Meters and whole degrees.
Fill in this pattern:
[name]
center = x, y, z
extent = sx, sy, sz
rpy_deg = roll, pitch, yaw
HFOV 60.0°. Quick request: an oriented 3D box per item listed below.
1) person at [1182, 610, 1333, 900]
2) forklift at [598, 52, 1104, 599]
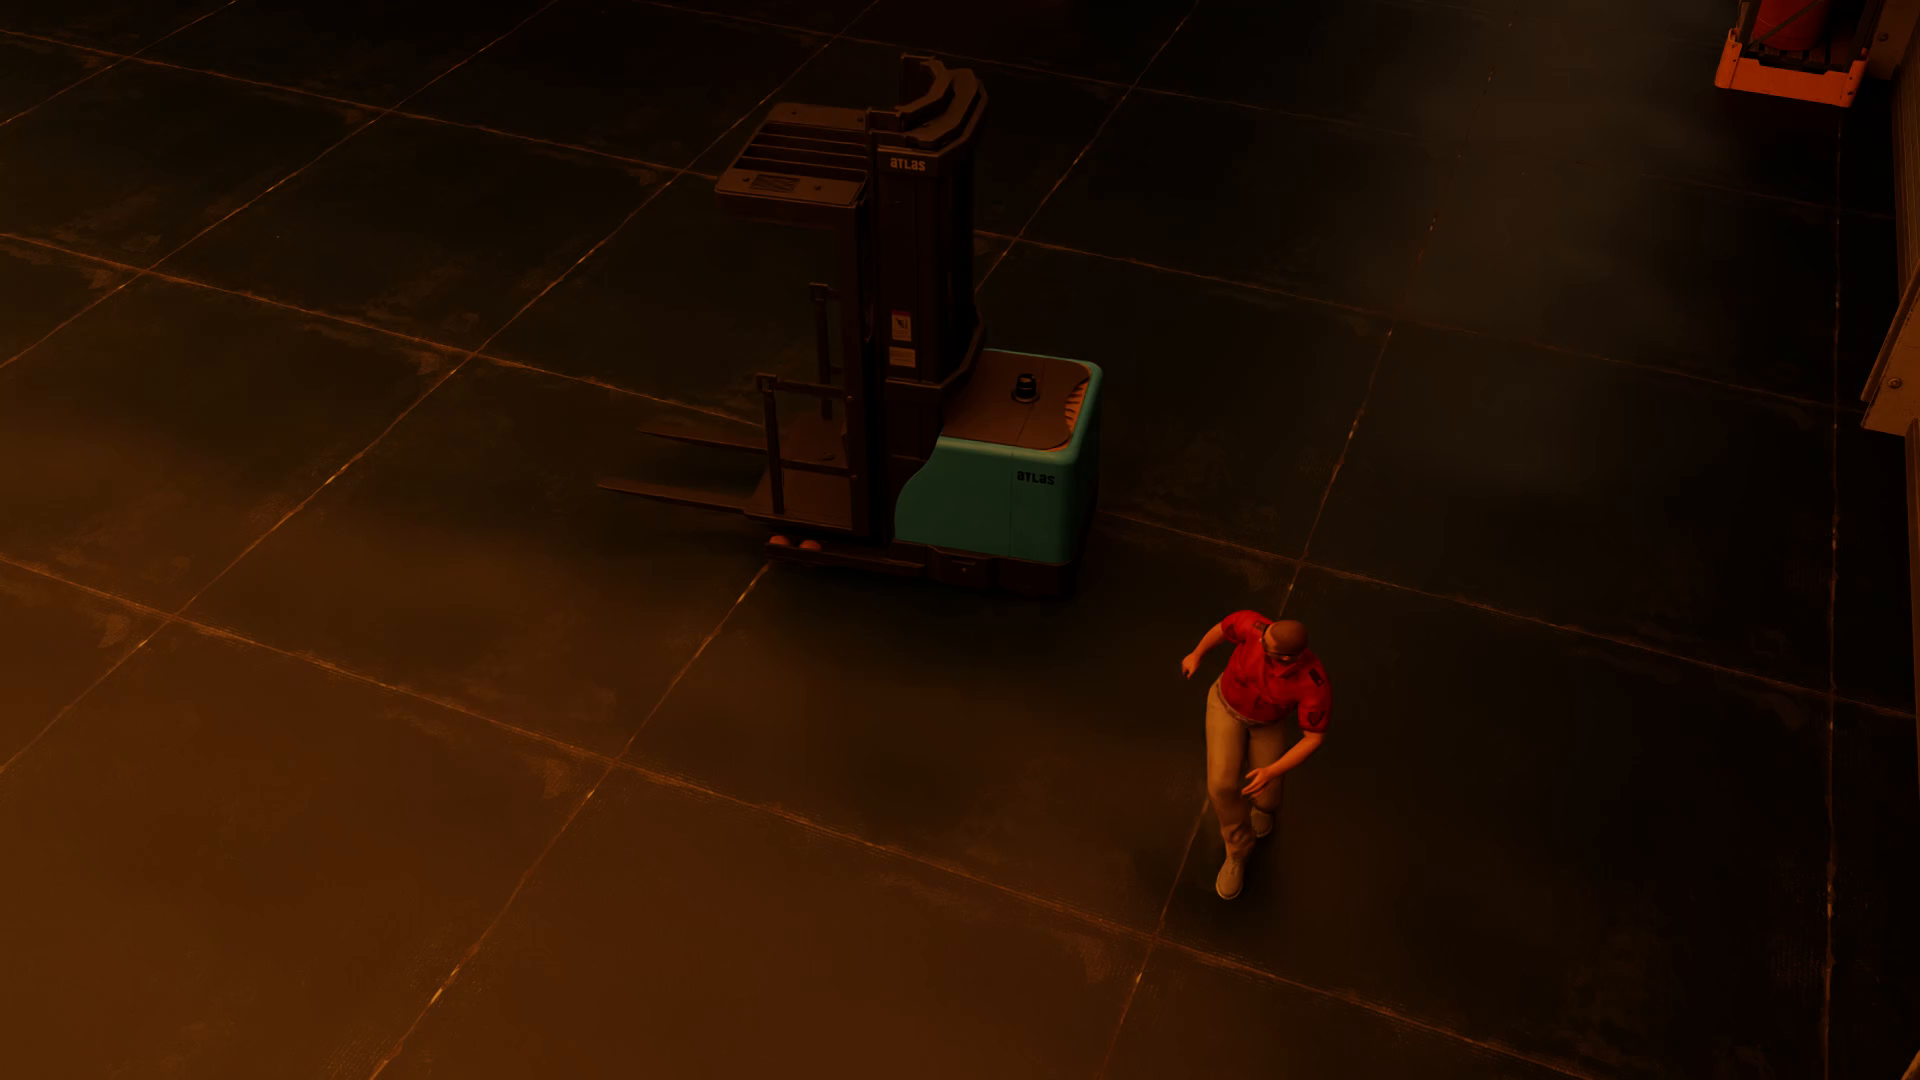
[person]
center = 1.355, 0.936, 7.978
extent = 0.774, 1.560, 0.797
rpy_deg = 13, 42, 15
[forklift]
center = -0.705, -1.277, 9.532
extent = 3.031, 2.935, 1.130
rpy_deg = 9, 41, 10
